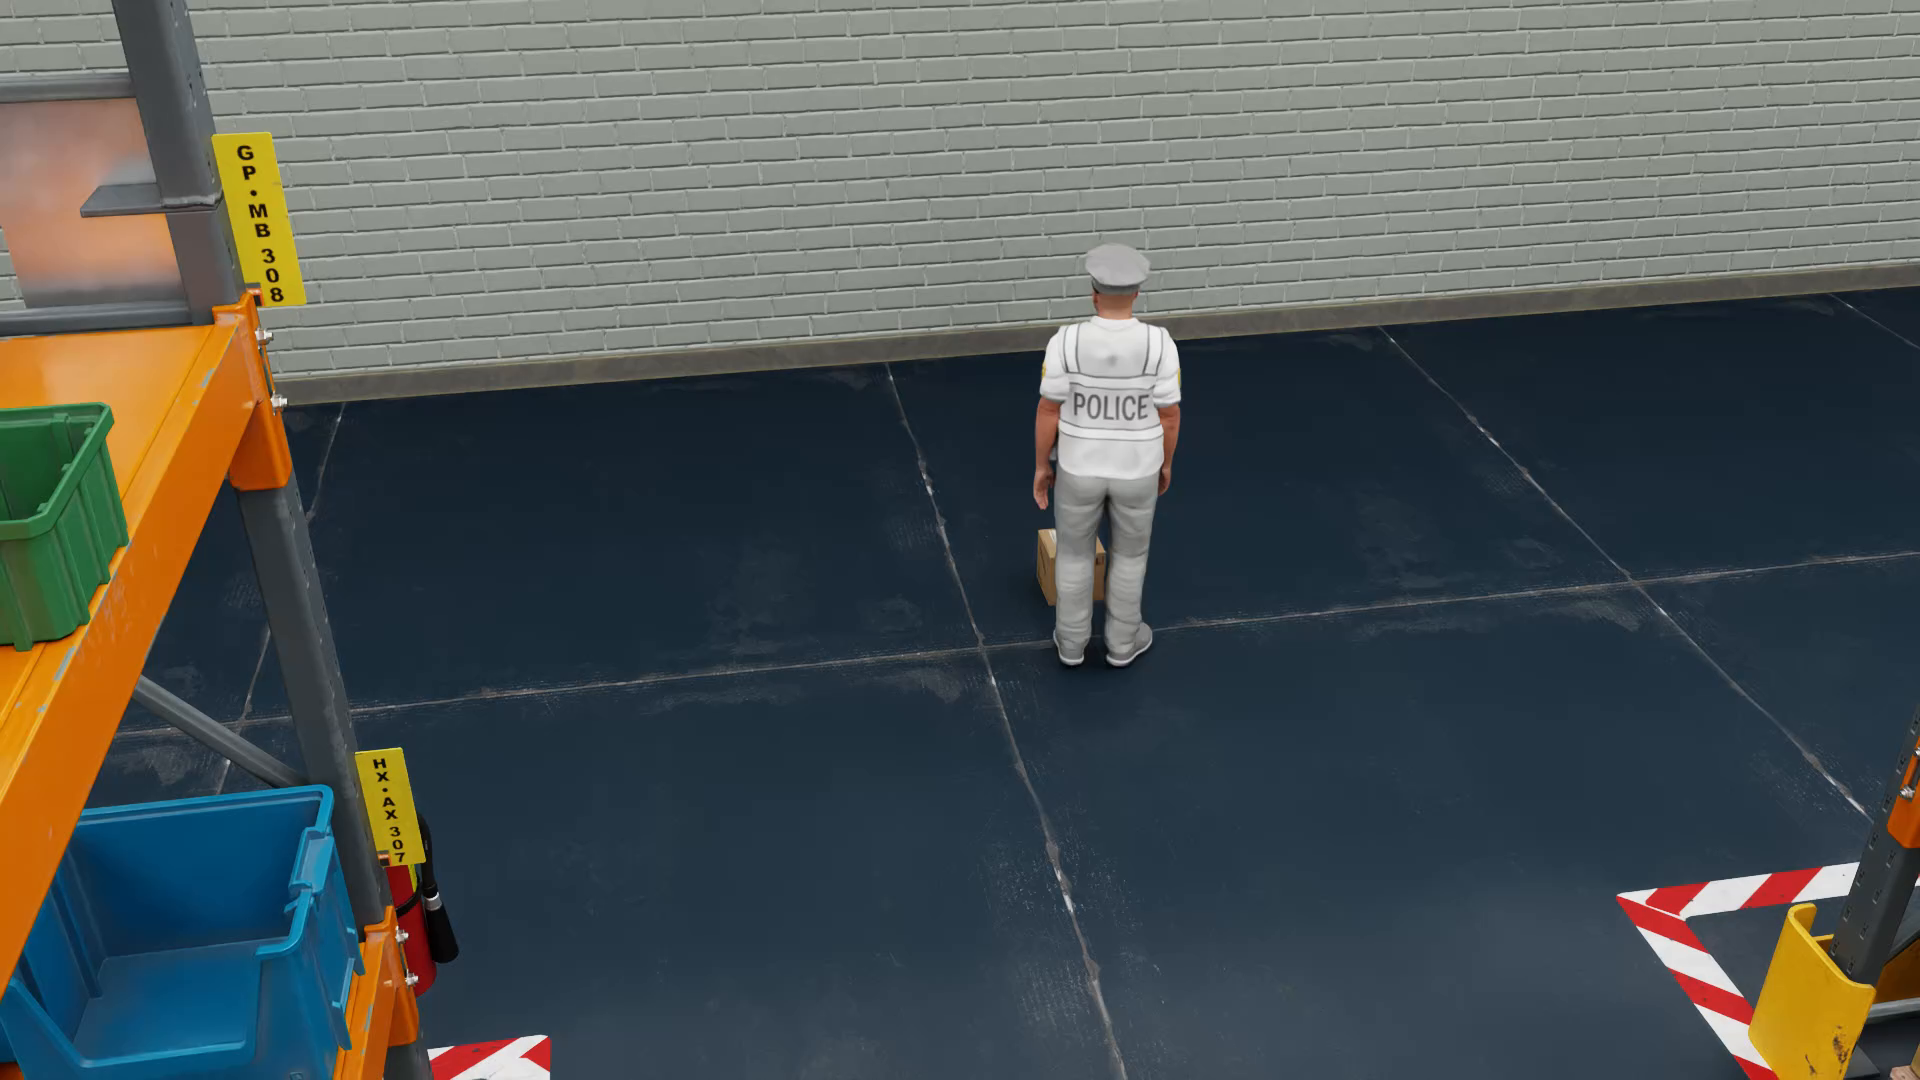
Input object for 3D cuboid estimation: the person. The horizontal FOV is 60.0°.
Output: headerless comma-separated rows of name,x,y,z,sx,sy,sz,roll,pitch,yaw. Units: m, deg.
person,0.574,-0.300,6.593,0.562,1.773,0.402,1,31,2
